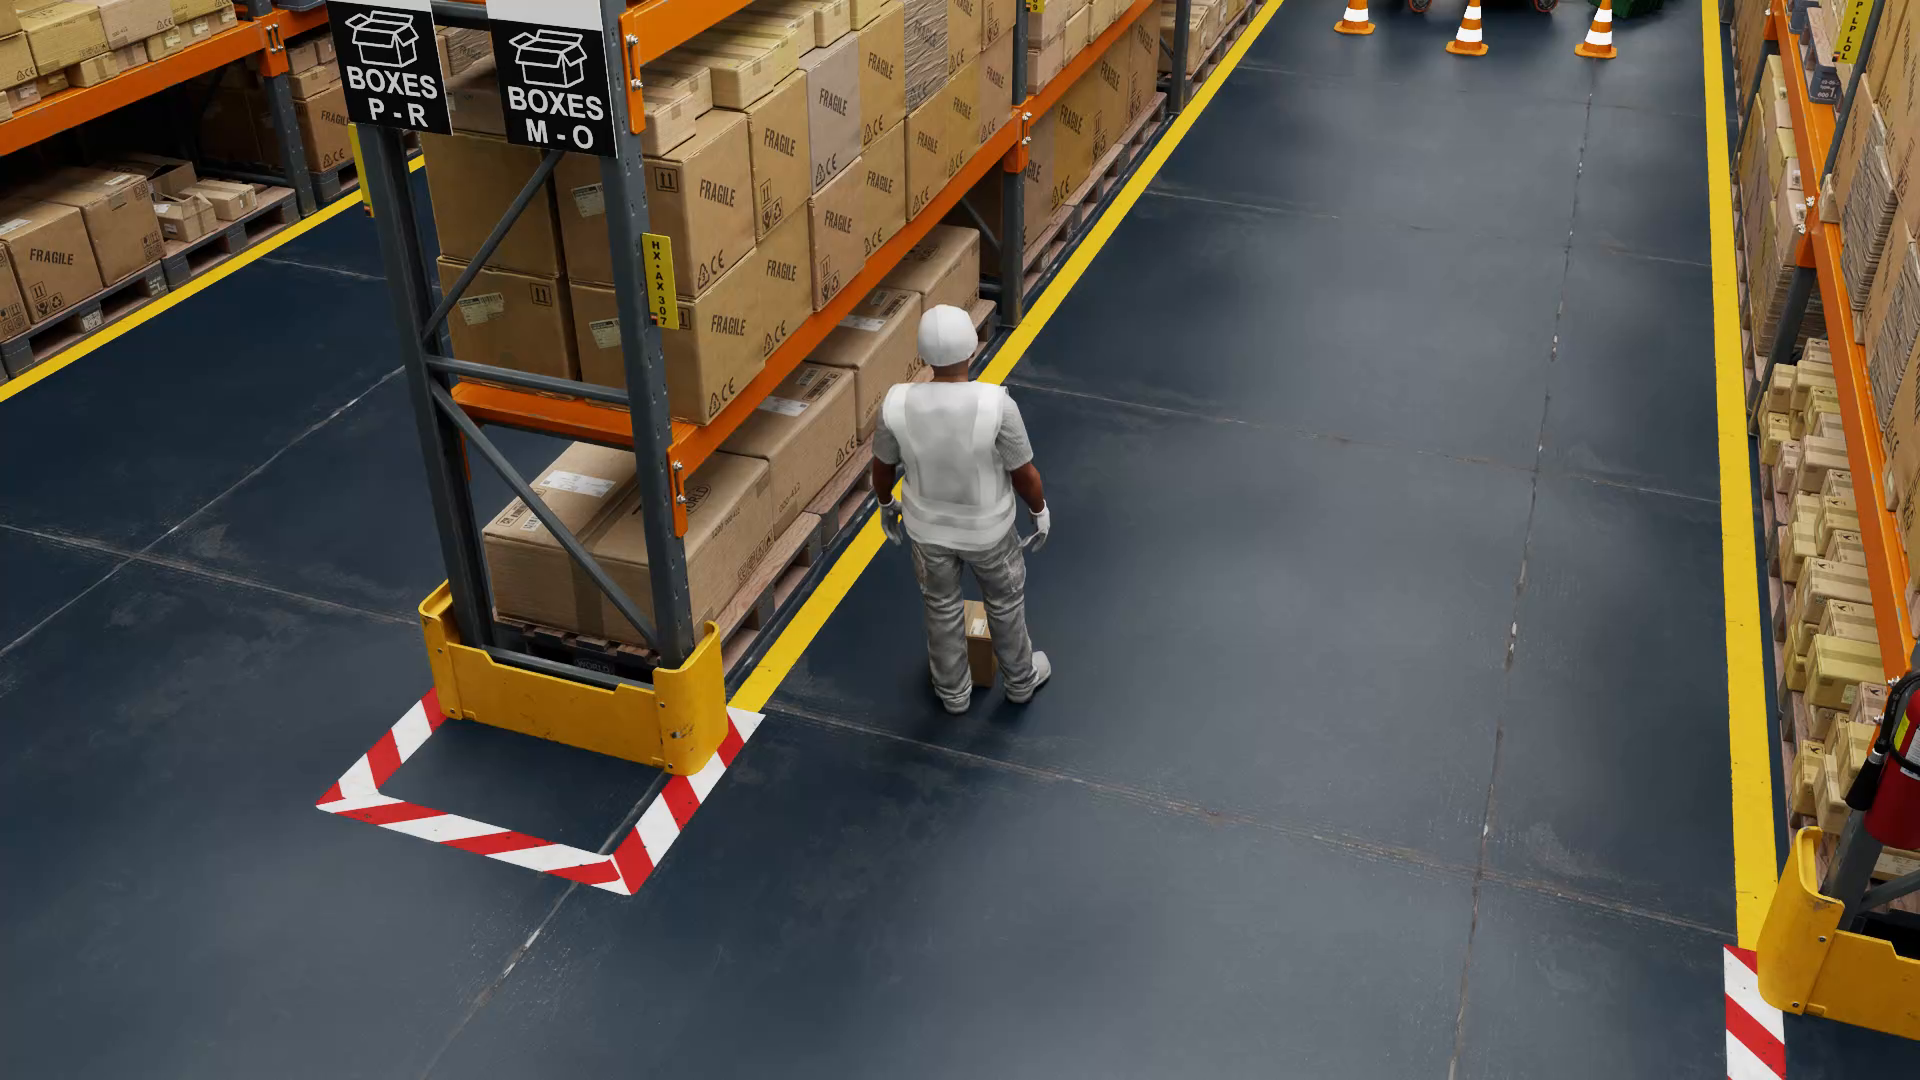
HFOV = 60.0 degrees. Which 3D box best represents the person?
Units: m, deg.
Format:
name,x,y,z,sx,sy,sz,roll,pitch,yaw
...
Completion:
name,x,y,z,sx,sy,sz,roll,pitch,yaw
person,0.020,-0.115,6.287,0.656,1.778,0.576,7,34,11
